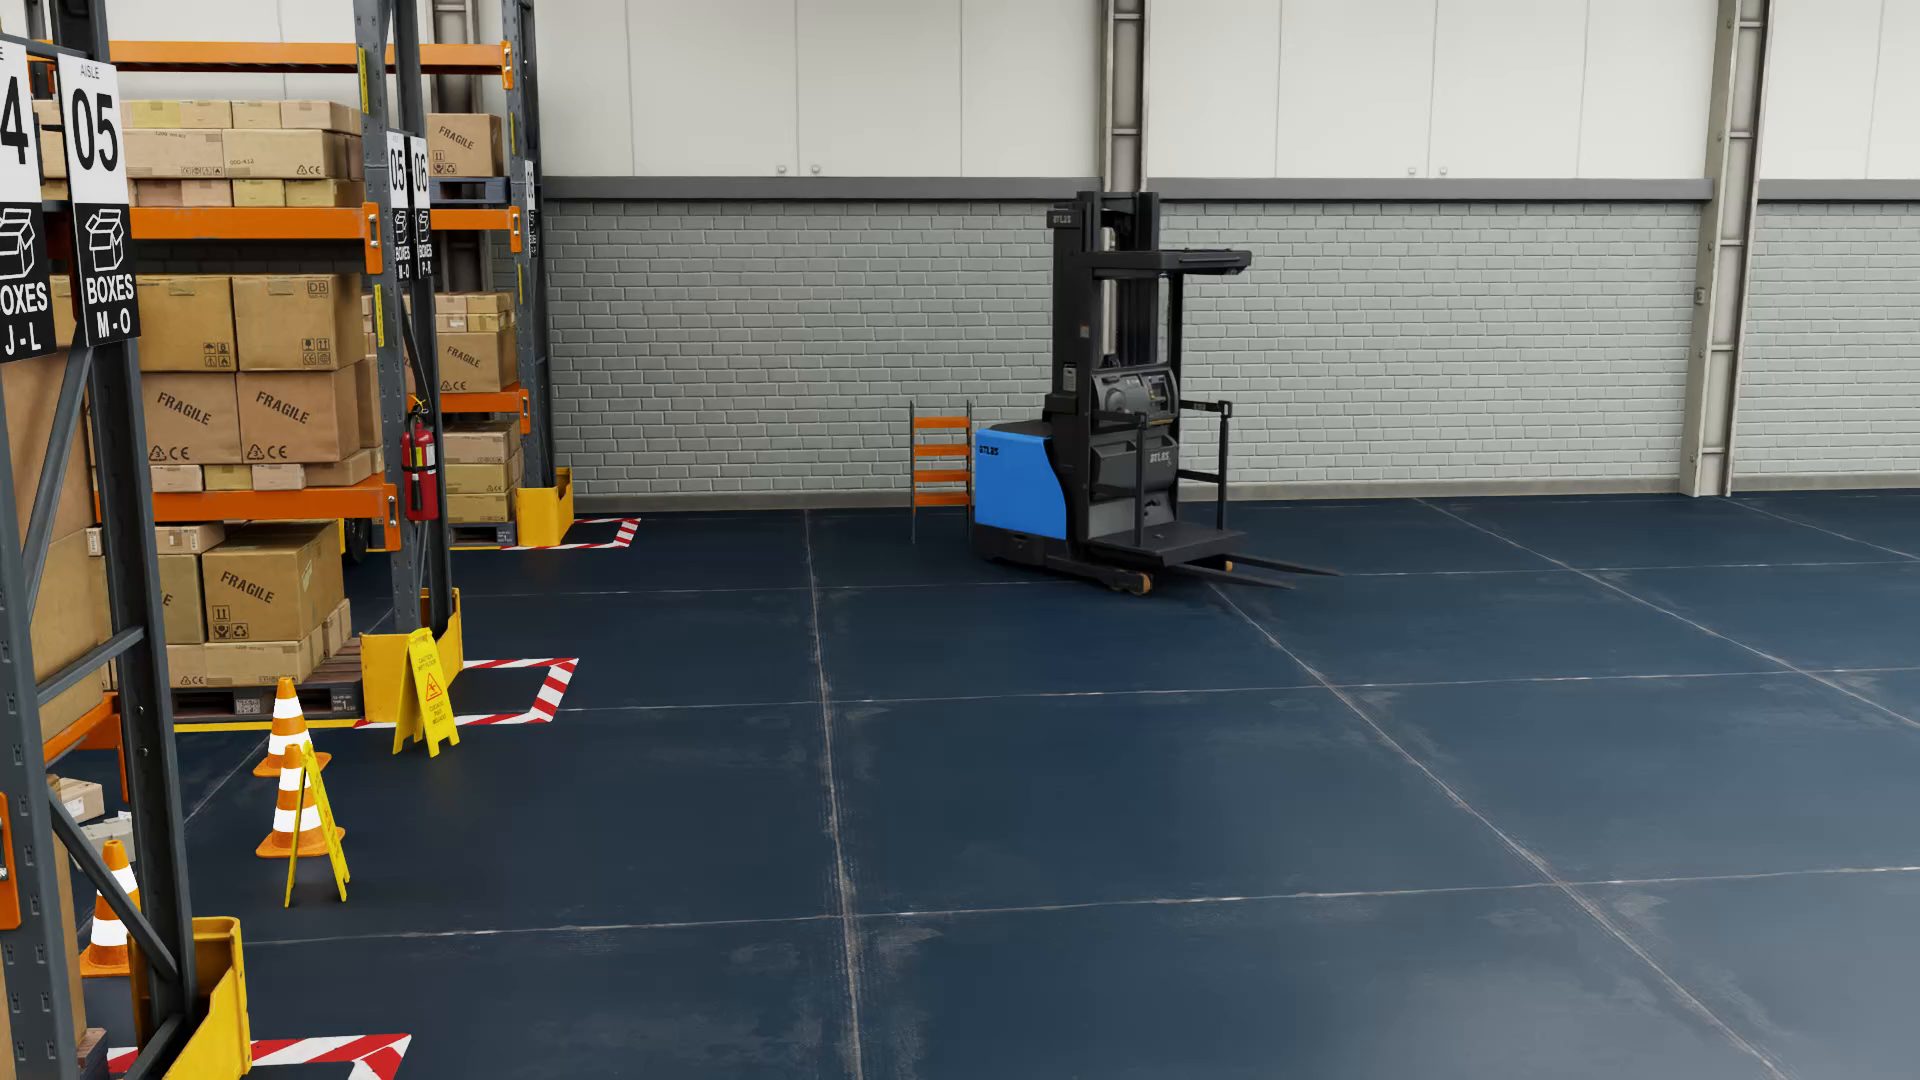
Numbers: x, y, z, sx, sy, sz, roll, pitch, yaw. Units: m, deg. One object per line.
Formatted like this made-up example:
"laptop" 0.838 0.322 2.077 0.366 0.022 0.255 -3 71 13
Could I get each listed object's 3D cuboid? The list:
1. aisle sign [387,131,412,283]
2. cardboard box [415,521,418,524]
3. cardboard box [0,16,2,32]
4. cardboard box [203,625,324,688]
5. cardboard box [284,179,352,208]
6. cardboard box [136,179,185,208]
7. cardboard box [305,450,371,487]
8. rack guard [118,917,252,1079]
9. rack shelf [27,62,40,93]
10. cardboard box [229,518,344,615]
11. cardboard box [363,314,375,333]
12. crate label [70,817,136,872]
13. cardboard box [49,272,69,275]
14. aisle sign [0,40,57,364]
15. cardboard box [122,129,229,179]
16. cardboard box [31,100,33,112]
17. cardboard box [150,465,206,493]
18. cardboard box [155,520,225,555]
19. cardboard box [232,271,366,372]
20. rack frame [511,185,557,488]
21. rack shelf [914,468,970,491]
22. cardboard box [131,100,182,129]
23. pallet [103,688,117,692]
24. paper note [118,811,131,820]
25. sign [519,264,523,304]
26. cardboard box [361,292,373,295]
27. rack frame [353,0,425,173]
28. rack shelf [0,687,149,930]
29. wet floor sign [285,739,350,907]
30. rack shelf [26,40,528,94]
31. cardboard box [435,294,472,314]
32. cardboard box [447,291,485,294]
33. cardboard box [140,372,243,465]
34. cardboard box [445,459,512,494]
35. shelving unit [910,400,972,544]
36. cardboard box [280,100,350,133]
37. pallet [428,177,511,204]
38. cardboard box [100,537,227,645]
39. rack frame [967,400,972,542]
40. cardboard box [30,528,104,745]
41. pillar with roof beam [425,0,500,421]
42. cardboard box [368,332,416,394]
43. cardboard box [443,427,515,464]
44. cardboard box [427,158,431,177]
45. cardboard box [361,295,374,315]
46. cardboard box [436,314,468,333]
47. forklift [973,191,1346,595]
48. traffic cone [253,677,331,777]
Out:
"aisle sign" -3.028 -1.795 8.984 0.004 0.787 0.394 -1 11 -6
"cardboard box" -4.589 -0.304 14.176 0.500 0.250 0.500 -1 11 -6
"cardboard box" -2.994 -1.465 4.539 0.500 0.250 0.500 -1 11 -6
"cardboard box" -3.920 0.638 9.386 0.500 0.250 0.500 -1 11 -6
"cardboard box" -3.446 -1.861 8.936 0.250 0.149 0.380 -1 11 -6
"cardboard box" -4.216 -1.858 8.921 0.250 0.149 0.380 -1 11 -6
"cardboard box" -3.470 -0.402 9.287 0.250 0.149 0.380 -1 11 -4
"rack guard" -2.462 1.599 4.937 0.348 0.500 1.175 -1 11 -6
"rack shelf" -9.626 -3.795 13.247 4.000 0.370 1.077 -1 11 -6
"cardboard box" -3.976 0.166 9.845 0.500 0.500 0.500 -2 11 -8
"cardboard box" -4.999 -1.810 13.857 0.250 0.149 0.380 -2 11 -8
"crate label" -3.726 1.321 7.293 0.298 0.136 0.250 -8 14 -35
"cardboard box" -5.116 -1.184 8.991 0.500 0.500 0.700 -1 11 -6
"aisle sign" -2.383 -0.846 4.158 0.004 0.787 0.394 -1 11 -6
"cardboard box" -4.103 -2.048 8.852 0.500 0.250 0.500 -1 11 -7
"cardboard box" -4.946 -2.212 8.650 0.250 0.149 0.380 -1 11 -5
"cardboard box" -4.219 -0.363 9.089 0.250 0.149 0.380 -1 11 -5
"cardboard box" -4.247 -0.030 9.158 0.250 0.149 0.380 -1 11 -4
"cardboard box" -3.605 -1.207 9.110 0.500 0.500 0.700 -1 11 -7
"rack frame" -3.661 -1.526 14.353 0.127 3.000 1.000 -1 11 -6
"rack shelf" -0.165 -0.519 14.248 0.480 0.148 0.258 -1 11 -6
"cardboard box" -4.195 -2.248 8.834 0.250 0.149 0.380 -1 11 -6
"pallet" -5.218 0.831 9.595 1.213 0.211 1.003 -1 11 -6
"paper note" -3.846 1.284 7.756 0.142 0.019 0.148 -5 12 -26
"sign" -3.616 -2.106 13.688 0.005 0.325 0.100 -1 11 -6
"cardboard box" -5.049 -2.053 14.324 0.250 0.149 0.380 -1 11 -4
"rack frame" -3.121 -3.518 8.933 0.127 3.000 1.000 -1 11 -6
"rack shelf" -4.474 0.768 4.551 4.000 0.370 1.077 -1 11 -6
"wet floor sign" -2.671 1.148 6.855 0.232 0.644 0.267 -3 12 -16
"rack shelf" -5.649 -3.879 13.670 4.000 0.370 1.077 -1 11 -6
"cardboard box" -4.236 -1.980 13.952 0.250 0.149 0.380 -1 11 -6
"cardboard box" -4.289 -2.080 14.458 0.250 0.149 0.380 -1 11 -4
"cardboard box" -4.129 -0.695 9.098 0.500 0.500 0.500 -1 11 -6
"cardboard box" -4.111 -0.558 14.173 0.500 0.250 0.500 -1 11 -7
"shelving unit" -0.165 -0.585 14.235 0.503 1.200 0.258 -1 11 -6
"cardboard box" -3.425 -2.250 8.846 0.250 0.149 0.380 -1 11 -6
"pallet" -4.367 -2.944 14.023 1.213 0.211 1.003 -1 11 -6
"cardboard box" -4.408 0.279 9.266 0.500 0.500 0.500 -1 11 -4
"rack frame" 0.078 -0.590 14.261 0.015 1.200 0.240 -1 11 -6
"cardboard box" -2.850 0.316 4.596 0.550 0.550 0.875 -1 11 -6
"pillar with roof beam" -3.985 -3.802 10.380 0.400 9.000 9.100 -1 11 -6
"cardboard box" -4.639 -1.505 13.989 0.500 0.500 0.500 -1 11 -4
"cardboard box" -4.085 -0.804 14.128 0.500 0.250 0.500 -1 11 -4
"cardboard box" -4.452 -3.054 13.654 0.250 0.149 0.380 -2 11 -8
"cardboard box" -4.996 -1.952 13.808 0.250 0.149 0.380 -1 11 -5
"cardboard box" -4.226 -1.821 13.915 0.250 0.149 0.380 -1 11 -5
"forklift" 1.490 -1.140 12.568 1.130 2.935 3.031 -11 15 -43
"traffic cone" -3.409 0.927 8.452 0.334 0.463 0.336 -1 11 -6
